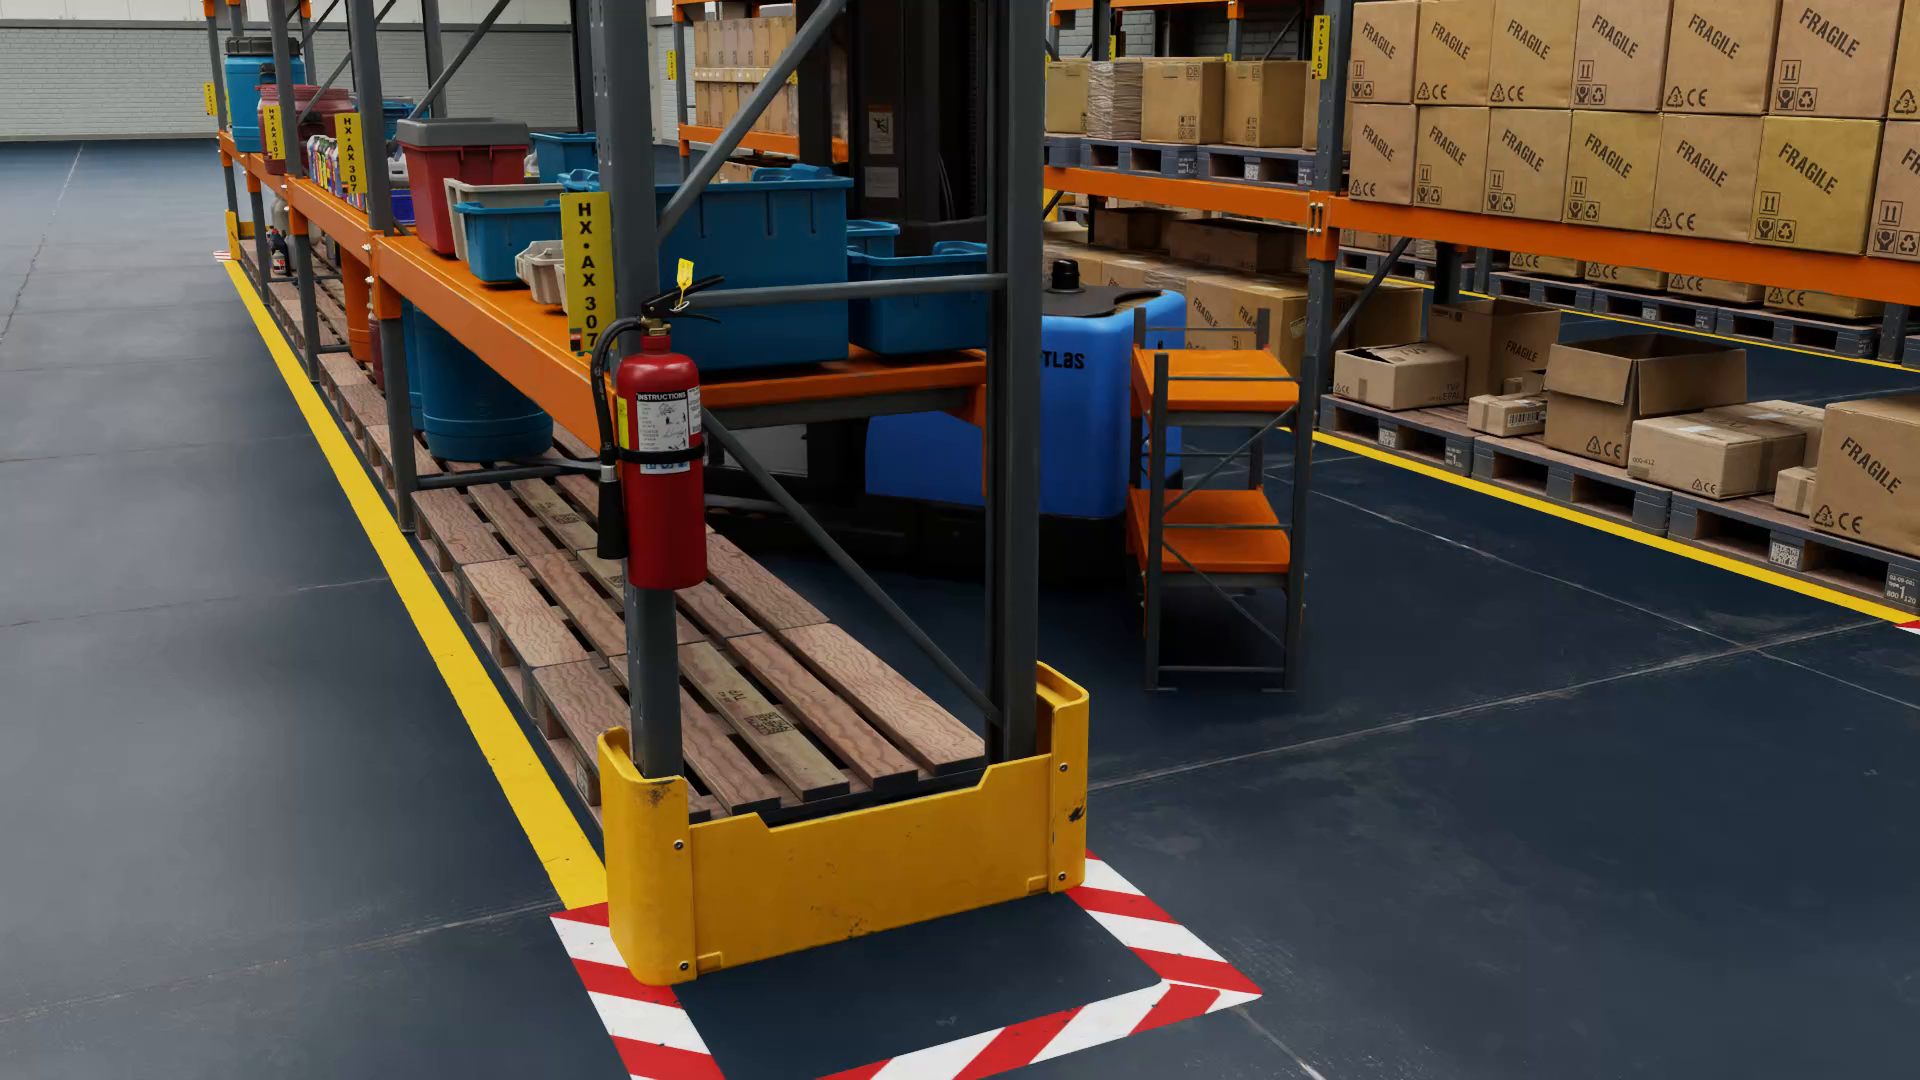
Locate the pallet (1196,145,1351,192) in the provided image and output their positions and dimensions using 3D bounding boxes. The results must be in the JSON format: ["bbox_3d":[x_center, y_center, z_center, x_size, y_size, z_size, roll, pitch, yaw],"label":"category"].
[{"bbox_3d":[2.168,-2.256,10.022,1.003,0.211,1.213,-8,18,-25],"label":"pallet"}]

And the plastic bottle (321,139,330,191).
[{"bbox_3d":[-3.567,-2.118,9.405,0.061,0.283,0.133,-8,18,-25],"label":"plastic bottle"}]

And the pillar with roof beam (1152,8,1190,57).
[{"bbox_3d":[-1.172,-8.006,18.836,9.100,9.000,0.400,-8,18,-25],"label":"pillar with roof beam"}]

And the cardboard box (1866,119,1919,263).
[{"bbox_3d":[3.731,-1.271,6.062,0.500,0.500,0.500,-7,17,-23],"label":"cardboard box"}]

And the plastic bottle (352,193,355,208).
[{"bbox_3d":[-3.013,-1.777,8.365,0.097,0.201,0.097,0,16,0],"label":"plastic bottle"}]

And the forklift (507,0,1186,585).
[{"bbox_3d":[-0.592,-1.482,7.100,3.031,2.935,1.130,7,17,23],"label":"forklift"}]

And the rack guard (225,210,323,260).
[{"bbox_3d":[-7.216,-3.300,17.844,1.175,0.500,0.348,-8,18,-25],"label":"rack guard"}]

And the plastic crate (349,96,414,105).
[{"bbox_3d":[-4.220,-3.000,12.149,0.402,0.464,0.583,-8,18,-25],"label":"plastic crate"}]

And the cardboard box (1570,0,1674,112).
[{"bbox_3d":[3.051,-2.131,7.246,0.500,0.500,0.500,-7,17,-23],"label":"cardboard box"}]

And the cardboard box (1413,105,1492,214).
[{"bbox_3d":[2.625,-1.899,8.249,0.500,0.500,0.500,-7,18,-24],"label":"cardboard box"}]

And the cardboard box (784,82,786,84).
[{"bbox_3d":[-1.620,-4.648,16.653,0.380,0.149,0.250,-8,18,-27],"label":"cardboard box"}]

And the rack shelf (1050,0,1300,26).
[{"bbox_3d":[2.490,-6.312,19.675,1.077,0.370,4.000,-8,18,-25],"label":"rack shelf"}]

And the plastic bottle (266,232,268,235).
[{"bbox_3d":[-6.374,-2.719,15.426,0.152,0.276,0.135,-7,18,-24],"label":"plastic bottle"}]

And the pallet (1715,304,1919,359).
[{"bbox_3d":[6.465,-1.578,12.368,1.003,0.211,1.213,-8,18,-25],"label":"pallet"}]

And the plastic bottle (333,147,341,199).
[{"bbox_3d":[-3.280,-1.981,8.942,0.152,0.276,0.135,-8,18,-25],"label":"plastic bottle"}]

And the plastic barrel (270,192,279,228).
[{"bbox_3d":[-6.935,-3.367,17.294,0.421,0.512,0.421,0,16,0],"label":"plastic barrel"}]

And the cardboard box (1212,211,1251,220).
[{"bbox_3d":[3.105,-3.699,19.041,0.380,0.166,0.250,-10,19,-32],"label":"cardboard box"}]

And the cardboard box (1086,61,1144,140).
[{"bbox_3d":[1.274,-2.986,11.276,0.700,0.500,0.500,-4,17,-14],"label":"cardboard box"}]

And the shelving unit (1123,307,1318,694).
[{"bbox_3d":[0.879,-0.180,5.839,0.538,1.125,1.048,1,16,2],"label":"shelving unit"}]

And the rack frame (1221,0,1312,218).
[{"bbox_3d":[3.366,-4.720,18.261,1.000,3.000,0.127,-8,18,-25],"label":"rack frame"}]

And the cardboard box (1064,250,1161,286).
[{"bbox_3d":[1.059,-1.737,11.601,0.500,0.500,0.500,-8,18,-26],"label":"cardboard box"}]

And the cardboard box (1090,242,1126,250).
[{"bbox_3d":[1.288,-1.935,12.290,0.500,0.500,0.500,-7,17,-23],"label":"cardboard box"}]

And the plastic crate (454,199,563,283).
[{"bbox_3d":[-1.412,-0.974,5.402,0.416,0.233,0.300,-8,18,-25],"label":"plastic crate"}]

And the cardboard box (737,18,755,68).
[{"bbox_3d":[-1.945,-5.275,17.661,0.700,0.500,0.500,-8,18,-25],"label":"cardboard box"}]

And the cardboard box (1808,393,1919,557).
[{"bbox_3d":[3.712,-0.260,6.453,0.500,0.500,0.500,-8,18,-25],"label":"cardboard box"}]

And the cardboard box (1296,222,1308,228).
[{"bbox_3d":[3.975,-3.428,17.491,0.700,0.500,0.500,-8,18,-26],"label":"cardboard box"}]

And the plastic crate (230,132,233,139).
[{"bbox_3d":[-6.478,-3.768,15.422,0.530,0.136,0.437,-8,18,-25],"label":"plastic crate"}]

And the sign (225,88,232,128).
[{"bbox_3d":[-6.039,-3.592,13.829,0.100,0.325,0.005,-8,18,-25],"label":"sign"}]

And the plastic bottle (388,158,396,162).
[{"bbox_3d":[-2.658,-1.629,7.714,0.152,0.276,0.135,-8,18,-25],"label":"plastic bottle"}]

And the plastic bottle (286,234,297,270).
[{"bbox_3d":[-5.951,-2.603,14.890,0.144,0.351,0.185,-8,18,-25],"label":"plastic bottle"}]

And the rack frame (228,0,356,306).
[{"bbox_3d":[-5.539,-3.523,14.089,1.000,3.000,0.127,-8,18,-25],"label":"rack frame"}]

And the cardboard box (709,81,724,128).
[{"bbox_3d":[-2.410,-4.914,18.754,0.700,0.500,0.500,-7,17,-23],"label":"cardboard box"}]

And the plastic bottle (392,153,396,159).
[{"bbox_3d":[-2.775,-1.771,8.219,0.097,0.271,0.097,0,16,0],"label":"plastic bottle"}]

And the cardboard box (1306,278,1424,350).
[{"bbox_3d":[2.427,-1.296,10.064,0.500,0.500,0.500,-9,18,-27],"label":"cardboard box"}]

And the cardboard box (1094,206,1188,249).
[{"bbox_3d":[1.317,-2.282,12.140,0.500,0.250,0.500,-7,17,-23],"label":"cardboard box"}]

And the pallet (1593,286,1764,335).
[{"bbox_3d":[5.927,-1.881,13.424,1.003,0.211,1.213,-8,18,-25],"label":"pallet"}]

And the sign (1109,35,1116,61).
[{"bbox_3d":[1.151,-3.715,12.803,0.100,0.325,0.005,-8,18,-25],"label":"sign"}]

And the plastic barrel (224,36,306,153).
[{"bbox_3d":[-5.643,-3.632,13.559,0.600,0.901,0.708,-8,18,-25],"label":"plastic barrel"}]

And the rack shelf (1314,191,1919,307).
[{"bbox_3d":[3.296,-1.295,7.630,1.077,0.370,4.000,-8,18,-25],"label":"rack shelf"}]

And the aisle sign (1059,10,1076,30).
[{"bbox_3d":[1.313,-6.943,21.294,0.394,0.787,0.004,-8,18,-25],"label":"aisle sign"}]

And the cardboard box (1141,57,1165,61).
[{"bbox_3d":[2.446,-5.347,19.322,0.500,0.500,0.500,-8,18,-26],"label":"cardboard box"}]

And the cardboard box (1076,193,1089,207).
[{"bbox_3d":[1.836,-4.449,21.392,0.500,0.311,0.500,-10,19,-31],"label":"cardboard box"}]

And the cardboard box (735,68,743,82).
[{"bbox_3d":[-2.186,-4.968,17.766,0.380,0.149,0.250,-7,18,-24],"label":"cardboard box"}]

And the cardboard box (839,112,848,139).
[{"bbox_3d":[-0.830,-3.932,15.785,0.500,0.250,0.500,-6,17,-21],"label":"cardboard box"}]

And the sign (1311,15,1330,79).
[{"bbox_3d":[1.922,-2.626,8.863,0.100,0.325,0.005,-8,18,-25],"label":"sign"}]

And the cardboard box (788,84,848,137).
[{"bbox_3d":[-1.285,-4.278,16.539,0.700,0.500,0.500,-8,18,-26],"label":"cardboard box"}]

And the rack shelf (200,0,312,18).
[{"bbox_3d":[-6.416,-5.115,15.503,1.077,0.370,4.000,-8,18,-25],"label":"rack shelf"}]

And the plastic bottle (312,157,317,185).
[{"bbox_3d":[-3.819,-2.233,9.954,0.097,0.201,0.097,0,16,0],"label":"plastic bottle"}]

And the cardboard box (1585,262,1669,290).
[{"bbox_3d":[5.701,-2.481,13.593,0.750,0.750,0.750,-8,18,-25],"label":"cardboard box"}]

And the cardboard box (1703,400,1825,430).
[{"bbox_3d":[3.751,-0.452,7.575,0.500,0.250,0.500,-8,18,-25],"label":"cardboard box"}]

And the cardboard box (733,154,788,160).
[{"bbox_3d":[-2.335,-4.256,19.508,0.500,0.500,0.500,-8,18,-25],"label":"cardboard box"}]

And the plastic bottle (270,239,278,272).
[{"bbox_3d":[-6.047,-2.508,14.680,0.061,0.283,0.133,-7,17,-22],"label":"plastic bottle"}]

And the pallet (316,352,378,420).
[{"bbox_3d":[-3.404,-1.000,10.354,1.003,0.211,1.213,-8,18,-25],"label":"pallet"}]

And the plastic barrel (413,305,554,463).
[{"bbox_3d":[-2.258,-0.870,7.885,0.600,0.901,0.708,-8,18,-25],"label":"plastic barrel"}]

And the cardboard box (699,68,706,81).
[{"bbox_3d":[-2.741,-5.284,18.868,0.380,0.149,0.250,-8,18,-26],"label":"cardboard box"}]

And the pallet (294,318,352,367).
[{"bbox_3d":[-4.092,-1.388,11.703,1.003,0.211,1.213,-8,18,-25],"label":"pallet"}]

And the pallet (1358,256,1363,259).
[{"bbox_3d":[3.709,-3.187,17.974,1.003,0.211,1.213,-8,18,-25],"label":"pallet"}]
